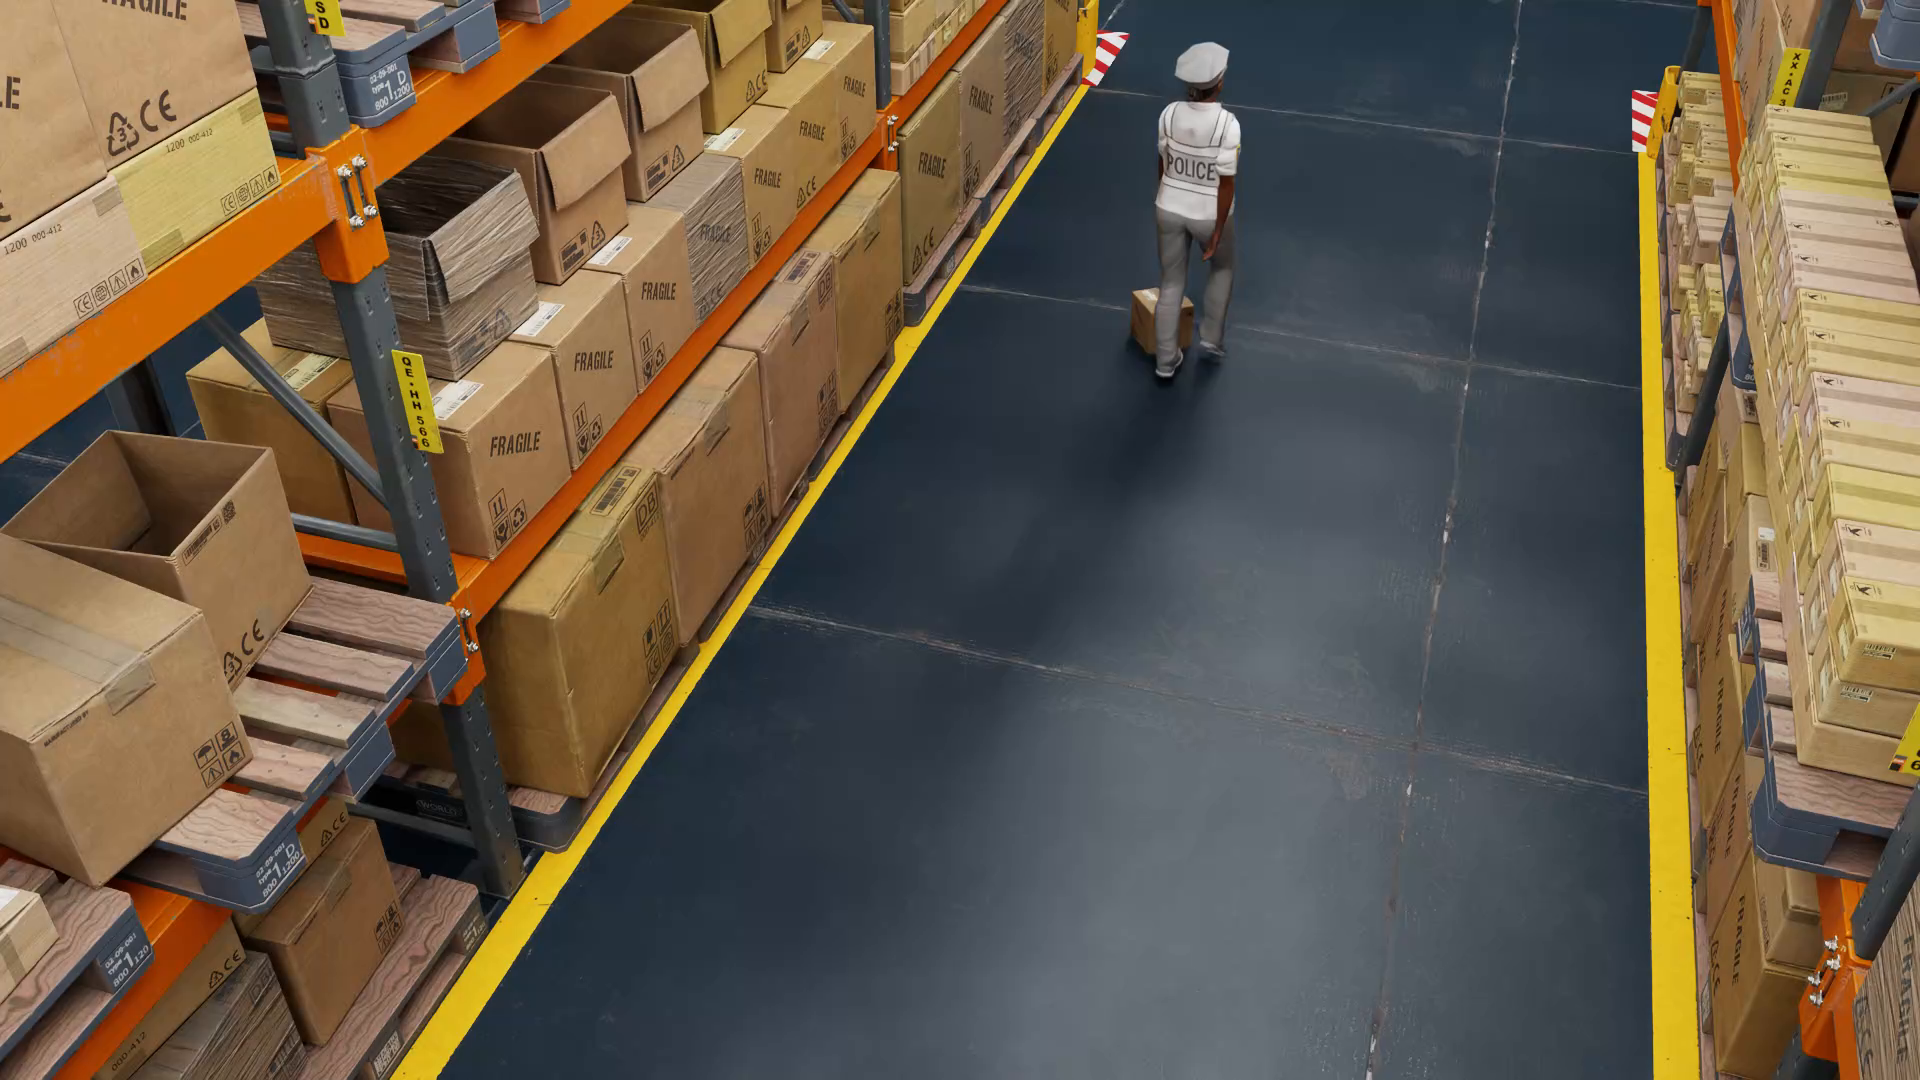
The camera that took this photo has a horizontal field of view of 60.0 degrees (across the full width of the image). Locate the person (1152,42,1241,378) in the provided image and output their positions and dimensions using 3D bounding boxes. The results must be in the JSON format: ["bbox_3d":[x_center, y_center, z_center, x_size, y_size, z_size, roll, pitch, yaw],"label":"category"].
[{"bbox_3d":[1.160,-1.596,8.254,0.436,1.764,0.555,16,40,20],"label":"person"}]
